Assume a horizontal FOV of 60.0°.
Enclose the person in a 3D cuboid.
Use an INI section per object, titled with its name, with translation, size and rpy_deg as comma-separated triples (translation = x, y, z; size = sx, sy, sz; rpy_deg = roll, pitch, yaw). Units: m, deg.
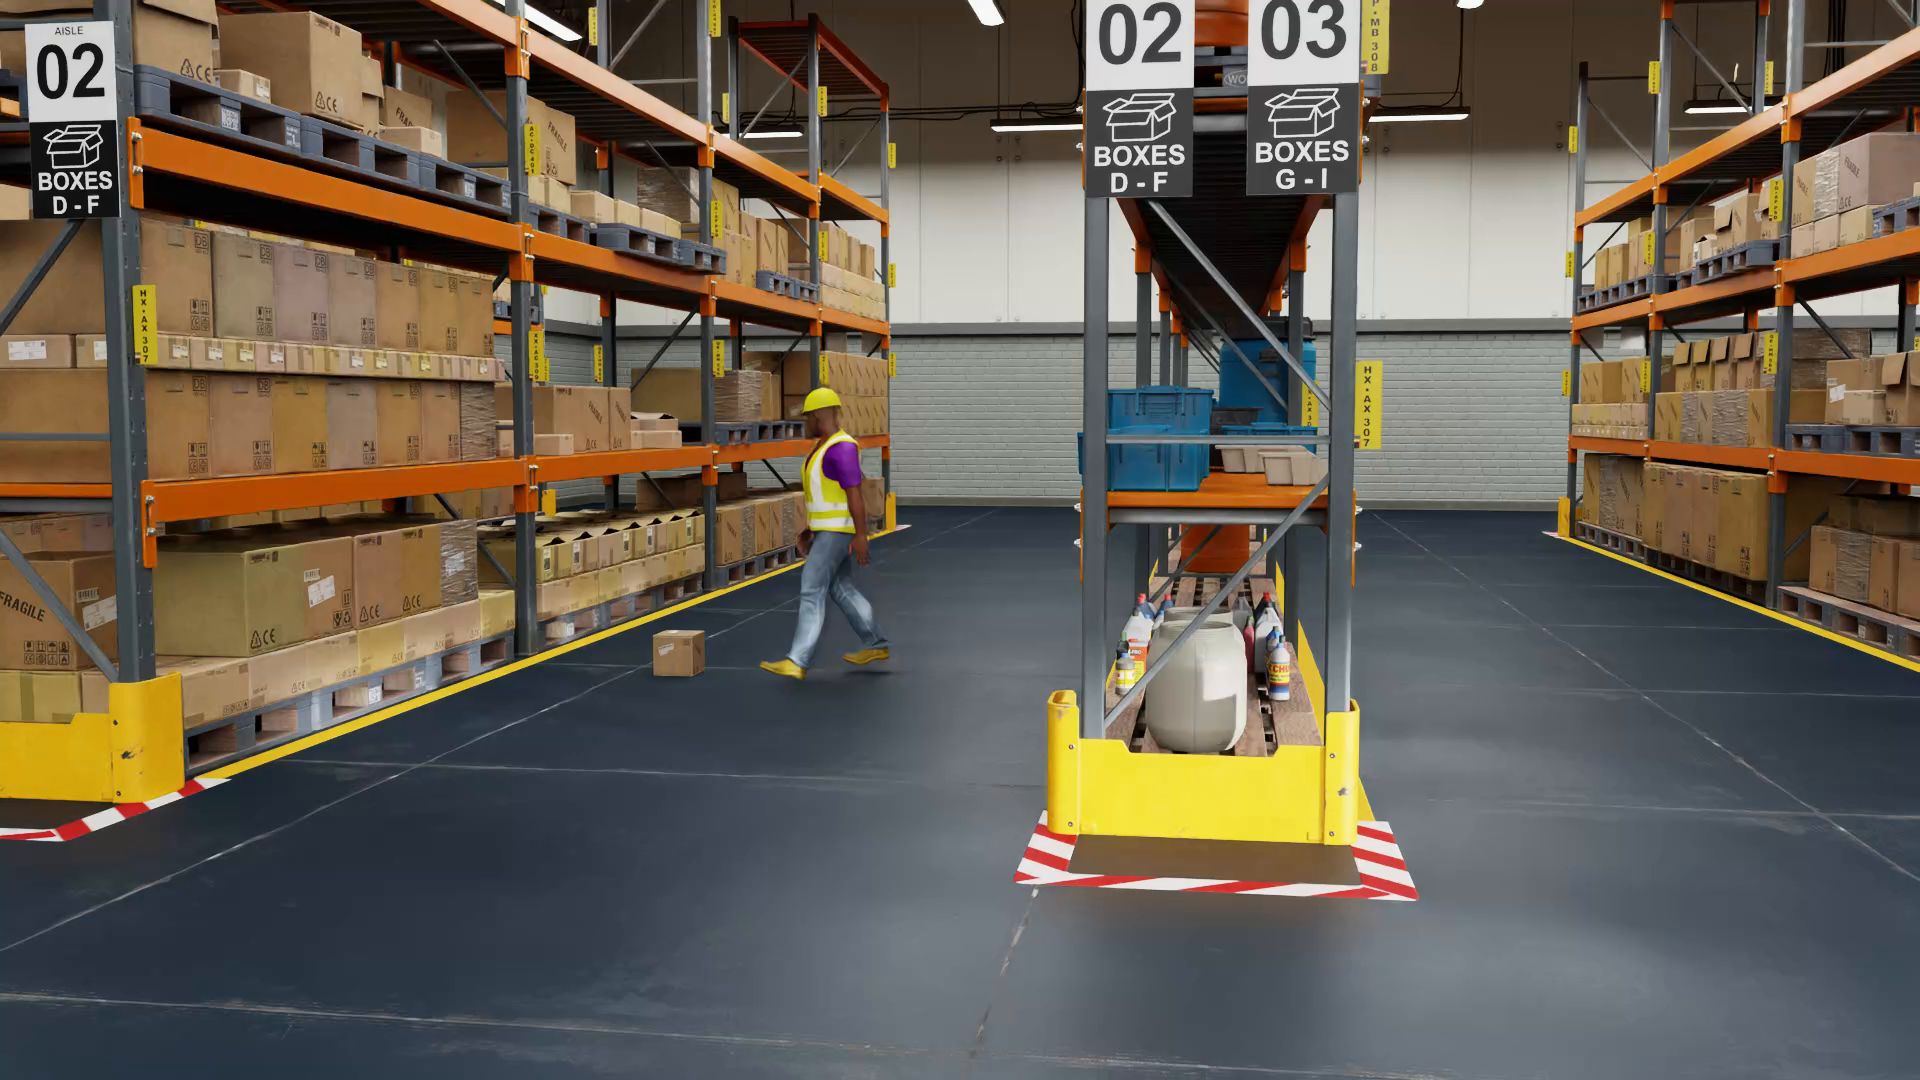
[person]
translation = -0.827, -0.052, 10.121
size = 0.894, 1.742, 0.600
rpy_deg = -1, 5, -17
